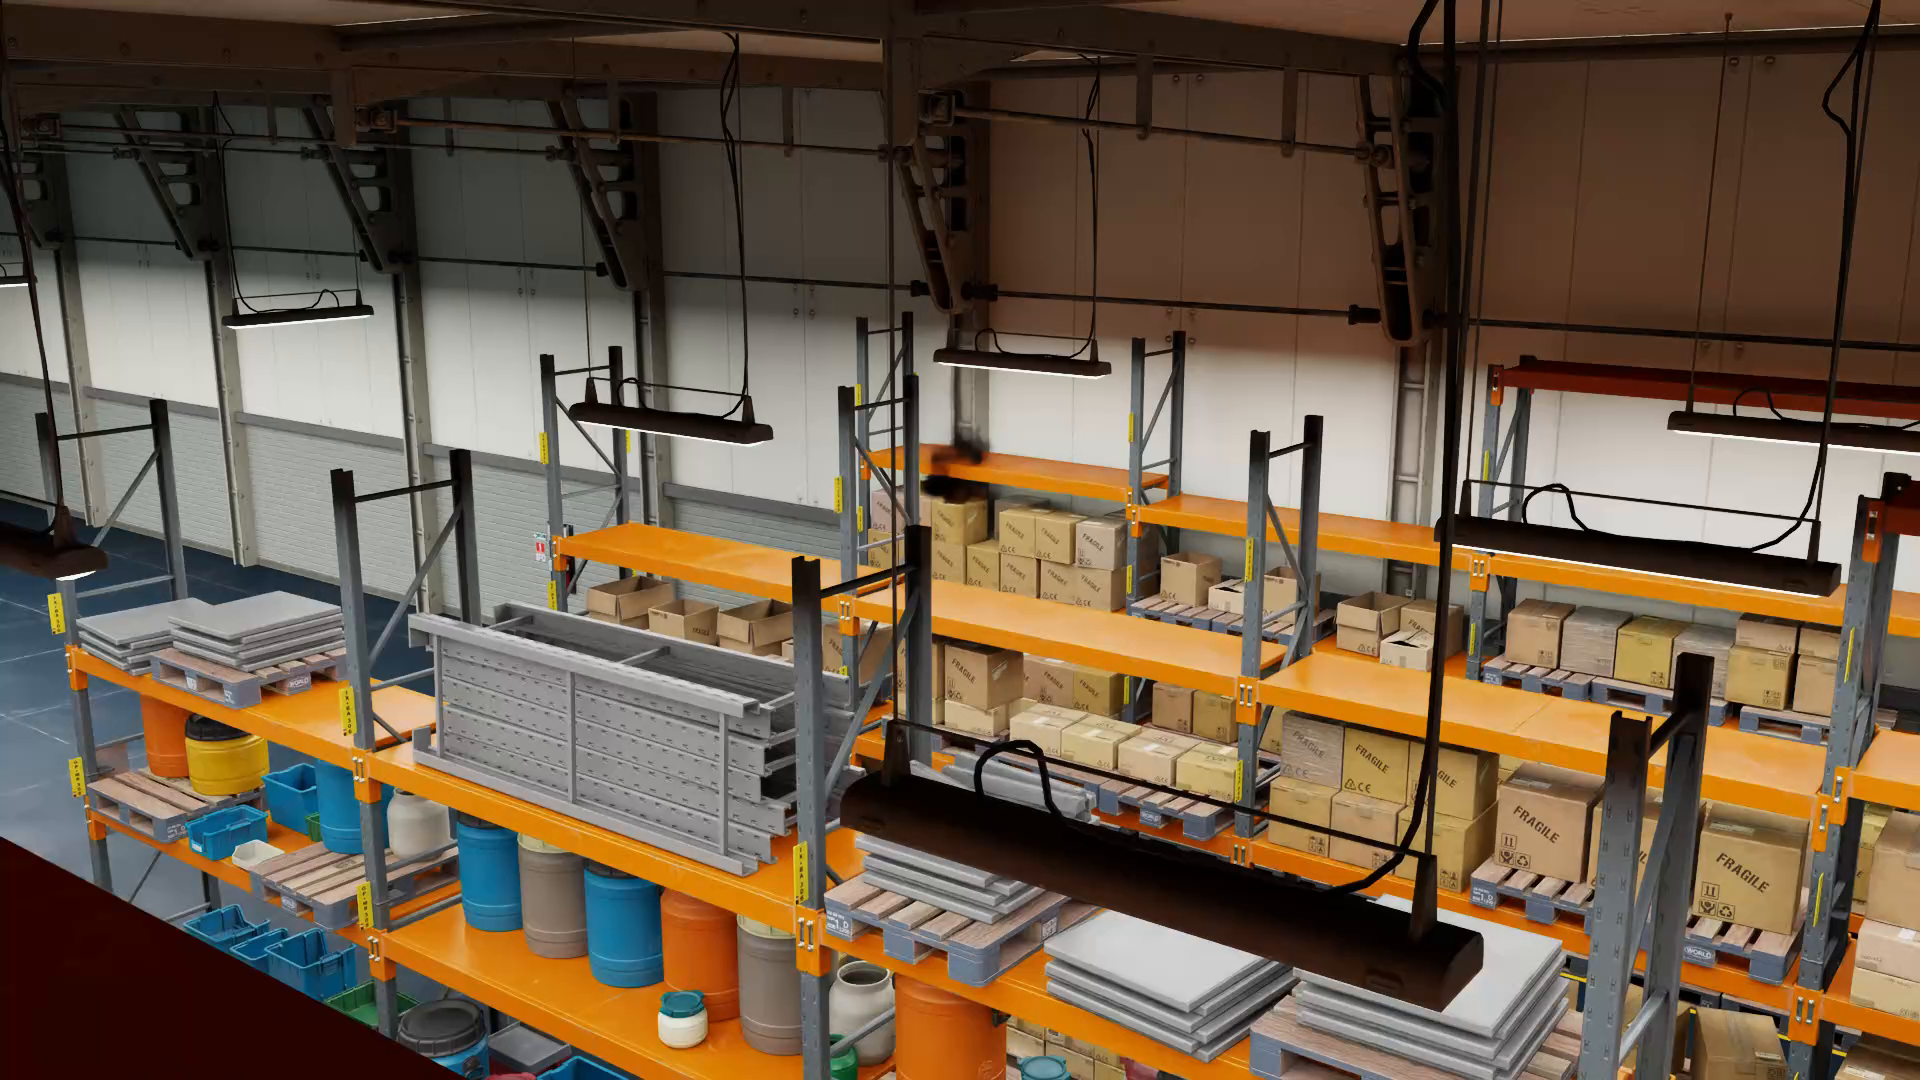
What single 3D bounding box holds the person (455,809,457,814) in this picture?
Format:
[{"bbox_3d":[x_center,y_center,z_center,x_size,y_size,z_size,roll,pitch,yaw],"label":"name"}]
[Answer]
[{"bbox_3d":[-5.524,2.881,19.129,0.566,1.621,0.626,-6,14,-24],"label":"person"}]
